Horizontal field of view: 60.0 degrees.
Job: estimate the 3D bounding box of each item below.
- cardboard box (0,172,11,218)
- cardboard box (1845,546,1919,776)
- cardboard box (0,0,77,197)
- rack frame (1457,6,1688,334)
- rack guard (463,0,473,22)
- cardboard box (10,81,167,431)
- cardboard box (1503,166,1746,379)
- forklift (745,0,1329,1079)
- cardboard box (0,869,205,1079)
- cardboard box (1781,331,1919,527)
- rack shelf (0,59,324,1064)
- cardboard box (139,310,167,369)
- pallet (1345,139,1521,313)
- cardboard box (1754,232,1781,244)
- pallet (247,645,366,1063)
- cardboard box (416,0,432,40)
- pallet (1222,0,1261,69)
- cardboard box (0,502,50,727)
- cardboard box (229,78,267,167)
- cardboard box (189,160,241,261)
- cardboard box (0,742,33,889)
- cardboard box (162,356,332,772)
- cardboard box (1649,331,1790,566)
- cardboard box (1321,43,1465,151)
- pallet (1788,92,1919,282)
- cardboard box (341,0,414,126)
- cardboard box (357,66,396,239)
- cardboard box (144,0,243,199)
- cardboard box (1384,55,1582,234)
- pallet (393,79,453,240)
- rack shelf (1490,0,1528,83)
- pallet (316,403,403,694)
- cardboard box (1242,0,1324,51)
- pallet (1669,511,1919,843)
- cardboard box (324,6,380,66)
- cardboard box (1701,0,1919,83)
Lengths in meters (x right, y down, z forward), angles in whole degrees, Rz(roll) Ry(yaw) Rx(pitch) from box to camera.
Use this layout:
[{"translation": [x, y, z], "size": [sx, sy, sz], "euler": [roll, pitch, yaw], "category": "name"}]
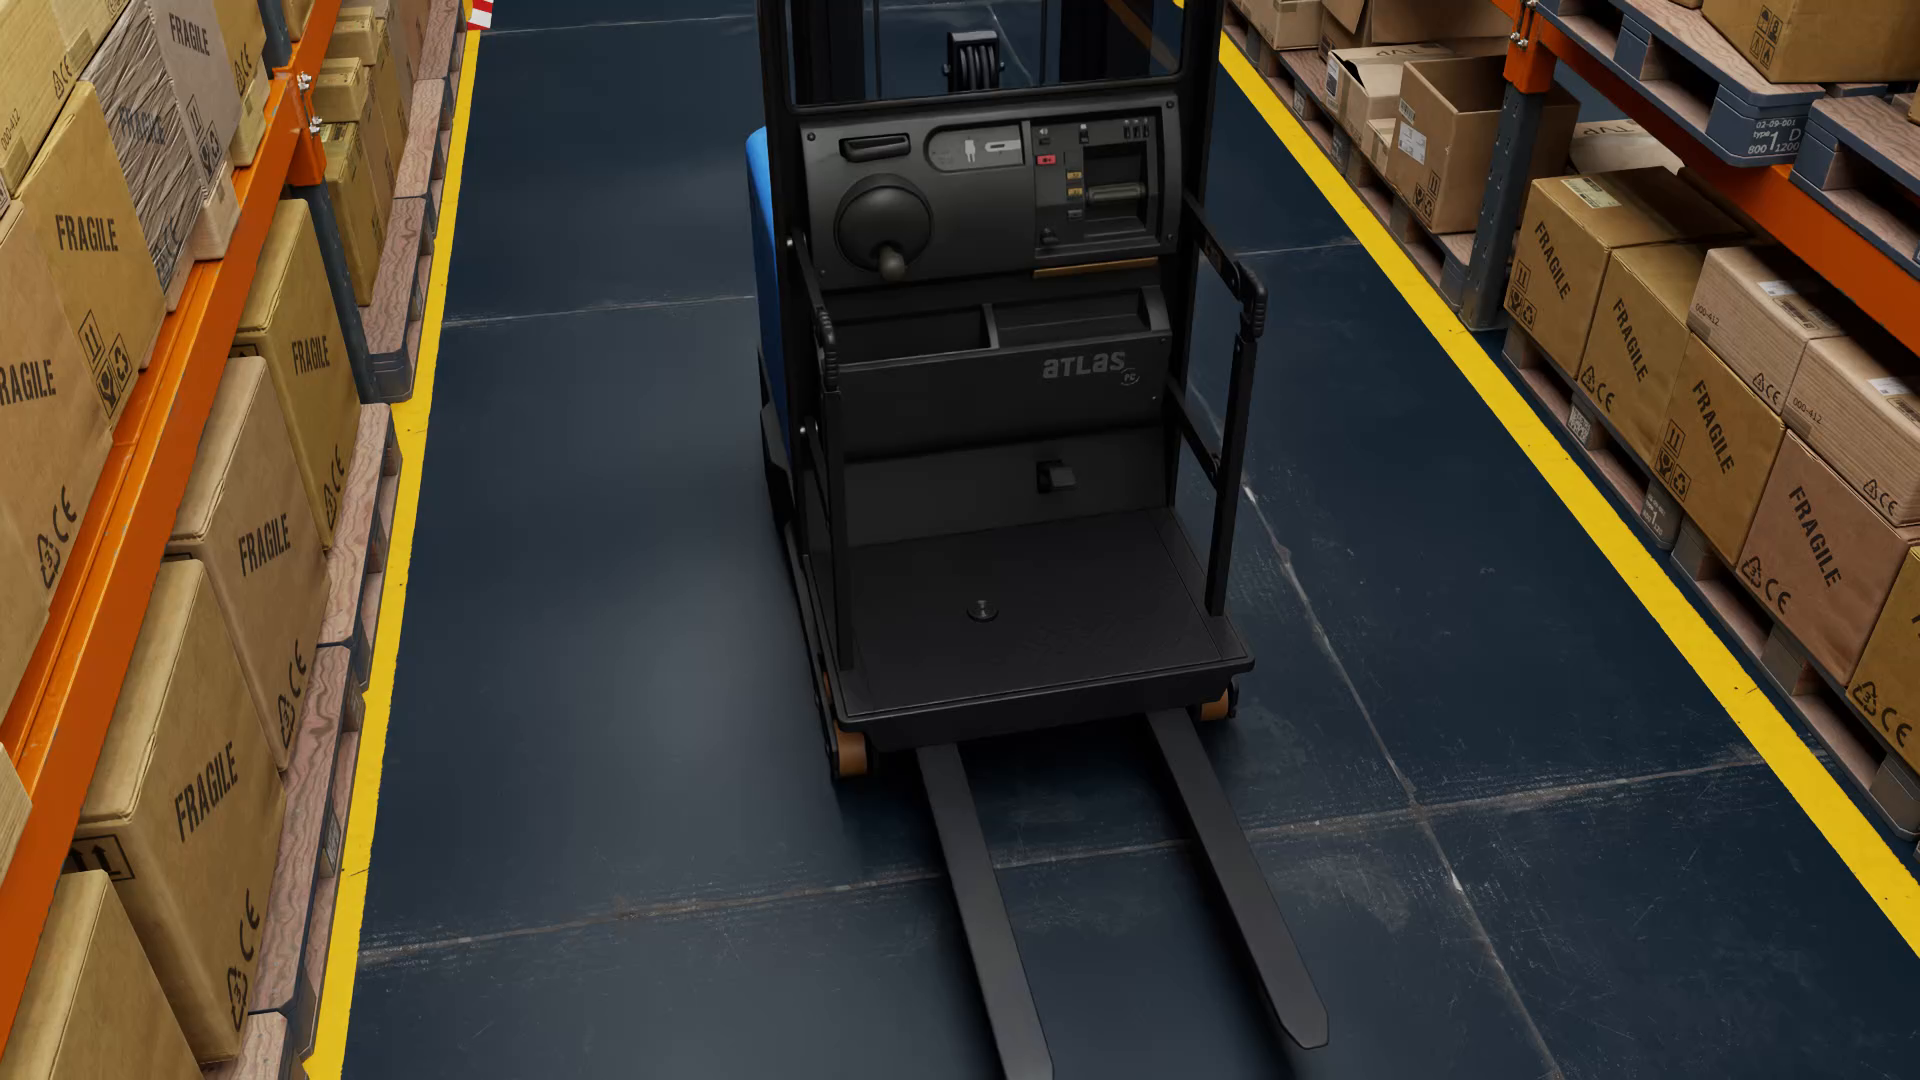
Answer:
[{"translation": [-1.789, -0.487, 2.480], "size": [0.500, 0.250, 0.500], "euler": [-6, 38, -8], "category": "cardboard box"}, {"translation": [2.614, 0.328, 4.061], "size": [0.500, 0.500, 0.500], "euler": [-8, 38, -10], "category": "cardboard box"}, {"translation": [-1.884, -0.795, 2.876], "size": [0.500, 0.250, 0.500], "euler": [-7, 38, -9], "category": "cardboard box"}, {"translation": [2.399, -2.049, 5.442], "size": [1.000, 3.000, 0.127], "euler": [-6, 38, -8], "category": "rack frame"}, {"translation": [-3.183, -2.957, 8.649], "size": [1.175, 0.500, 0.348], "euler": [-6, 38, -8], "category": "rack guard"}, {"translation": [-1.877, -0.514, 3.127], "size": [0.500, 0.500, 0.500], "euler": [-5, 38, -7], "category": "cardboard box"}, {"translation": [2.243, -0.917, 5.664], "size": [0.500, 0.500, 0.500], "euler": [-8, 39, -10], "category": "cardboard box"}, {"translation": [0.134, -0.780, 3.865], "size": [1.130, 2.935, 3.031], "euler": [-8, 38, -10], "category": "forklift"}, {"translation": [-1.776, 1.127, 2.764], "size": [0.750, 0.750, 0.750], "euler": [-7, 38, -9], "category": "cardboard box"}, {"translation": [2.507, -0.306, 4.267], "size": [0.500, 0.250, 0.500], "euler": [-7, 38, -9], "category": "cardboard box"}, {"translation": [-2.127, -0.022, 3.419], "size": [1.077, 0.370, 4.000], "euler": [-6, 38, -8], "category": "rack shelf"}, {"translation": [-1.960, -0.477, 3.607], "size": [0.380, 0.149, 0.250], "euler": [-7, 38, -9], "category": "cardboard box"}, {"translation": [2.279, -1.362, 6.832], "size": [1.003, 0.211, 1.213], "euler": [-6, 38, -8], "category": "pallet"}, {"translation": [2.846, -0.669, 5.345], "size": [0.500, 0.500, 0.500], "euler": [-6, 38, -8], "category": "cardboard box"}, {"translation": [-2.051, 0.784, 4.069], "size": [1.003, 0.211, 1.213], "euler": [-6, 38, -8], "category": "pallet"}, {"translation": [-2.958, -2.696, 7.971], "size": [0.700, 0.500, 0.500], "euler": [-6, 38, -8], "category": "cardboard box"}, {"translation": [1.851, -2.836, 8.729], "size": [1.003, 0.211, 1.213], "euler": [-6, 38, -8], "category": "pallet"}, {"translation": [-1.692, 0.099, 2.337], "size": [0.500, 0.500, 0.500], "euler": [-5, 38, -6], "category": "cardboard box"}, {"translation": [-2.072, -1.099, 4.408], "size": [0.380, 0.149, 0.250], "euler": [-6, 38, -7], "category": "cardboard box"}, {"translation": [-1.967, -0.784, 4.003], "size": [0.380, 0.149, 0.250], "euler": [-6, 38, -8], "category": "cardboard box"}, {"translation": [-1.605, 0.447, 2.418], "size": [0.380, 0.149, 0.250], "euler": [-5, 38, -7], "category": "cardboard box"}, {"translation": [-2.077, 0.084, 4.106], "size": [0.750, 0.750, 0.750], "euler": [-5, 38, -7], "category": "cardboard box"}, {"translation": [2.428, -0.293, 4.862], "size": [0.500, 0.500, 0.500], "euler": [-6, 38, -7], "category": "cardboard box"}, {"translation": [1.888, -1.927, 7.119], "size": [0.500, 0.311, 0.500], "euler": [-6, 38, -8], "category": "cardboard box"}, {"translation": [2.754, -0.731, 3.903], "size": [1.003, 0.211, 1.213], "euler": [-6, 38, -8], "category": "pallet"}, {"translation": [-2.781, -2.091, 7.191], "size": [0.700, 0.500, 0.500], "euler": [-7, 38, -9], "category": "cardboard box"}, {"translation": [-2.593, -1.459, 6.378], "size": [0.700, 0.500, 0.500], "euler": [-7, 38, -8], "category": "cardboard box"}, {"translation": [-2.049, -1.120, 3.906], "size": [0.500, 0.500, 0.500], "euler": [-6, 38, -8], "category": "cardboard box"}, {"translation": [2.019, -1.549, 6.478], "size": [0.500, 0.500, 0.500], "euler": [-6, 38, -8], "category": "cardboard box"}, {"translation": [-2.751, -1.619, 7.162], "size": [1.003, 0.211, 1.213], "euler": [-6, 38, -8], "category": "pallet"}, {"translation": [2.048, -2.973, 7.218], "size": [1.077, 0.370, 4.000], "euler": [-6, 38, -8], "category": "rack shelf"}, {"translation": [-2.268, 0.045, 5.020], "size": [1.003, 0.211, 1.213], "euler": [-6, 38, -8], "category": "pallet"}, {"translation": [1.689, -2.590, 8.021], "size": [0.500, 0.250, 0.500], "euler": [-6, 38, -8], "category": "cardboard box"}, {"translation": [2.796, 0.278, 4.720], "size": [1.003, 0.211, 1.213], "euler": [-6, 38, -8], "category": "pallet"}, {"translation": [-2.480, -1.953, 6.485], "size": [0.380, 0.149, 0.250], "euler": [-7, 38, -9], "category": "cardboard box"}, {"translation": [2.444, -1.535, 4.358], "size": [0.700, 0.500, 0.500], "euler": [-1, 38, -1], "category": "cardboard box"}]
